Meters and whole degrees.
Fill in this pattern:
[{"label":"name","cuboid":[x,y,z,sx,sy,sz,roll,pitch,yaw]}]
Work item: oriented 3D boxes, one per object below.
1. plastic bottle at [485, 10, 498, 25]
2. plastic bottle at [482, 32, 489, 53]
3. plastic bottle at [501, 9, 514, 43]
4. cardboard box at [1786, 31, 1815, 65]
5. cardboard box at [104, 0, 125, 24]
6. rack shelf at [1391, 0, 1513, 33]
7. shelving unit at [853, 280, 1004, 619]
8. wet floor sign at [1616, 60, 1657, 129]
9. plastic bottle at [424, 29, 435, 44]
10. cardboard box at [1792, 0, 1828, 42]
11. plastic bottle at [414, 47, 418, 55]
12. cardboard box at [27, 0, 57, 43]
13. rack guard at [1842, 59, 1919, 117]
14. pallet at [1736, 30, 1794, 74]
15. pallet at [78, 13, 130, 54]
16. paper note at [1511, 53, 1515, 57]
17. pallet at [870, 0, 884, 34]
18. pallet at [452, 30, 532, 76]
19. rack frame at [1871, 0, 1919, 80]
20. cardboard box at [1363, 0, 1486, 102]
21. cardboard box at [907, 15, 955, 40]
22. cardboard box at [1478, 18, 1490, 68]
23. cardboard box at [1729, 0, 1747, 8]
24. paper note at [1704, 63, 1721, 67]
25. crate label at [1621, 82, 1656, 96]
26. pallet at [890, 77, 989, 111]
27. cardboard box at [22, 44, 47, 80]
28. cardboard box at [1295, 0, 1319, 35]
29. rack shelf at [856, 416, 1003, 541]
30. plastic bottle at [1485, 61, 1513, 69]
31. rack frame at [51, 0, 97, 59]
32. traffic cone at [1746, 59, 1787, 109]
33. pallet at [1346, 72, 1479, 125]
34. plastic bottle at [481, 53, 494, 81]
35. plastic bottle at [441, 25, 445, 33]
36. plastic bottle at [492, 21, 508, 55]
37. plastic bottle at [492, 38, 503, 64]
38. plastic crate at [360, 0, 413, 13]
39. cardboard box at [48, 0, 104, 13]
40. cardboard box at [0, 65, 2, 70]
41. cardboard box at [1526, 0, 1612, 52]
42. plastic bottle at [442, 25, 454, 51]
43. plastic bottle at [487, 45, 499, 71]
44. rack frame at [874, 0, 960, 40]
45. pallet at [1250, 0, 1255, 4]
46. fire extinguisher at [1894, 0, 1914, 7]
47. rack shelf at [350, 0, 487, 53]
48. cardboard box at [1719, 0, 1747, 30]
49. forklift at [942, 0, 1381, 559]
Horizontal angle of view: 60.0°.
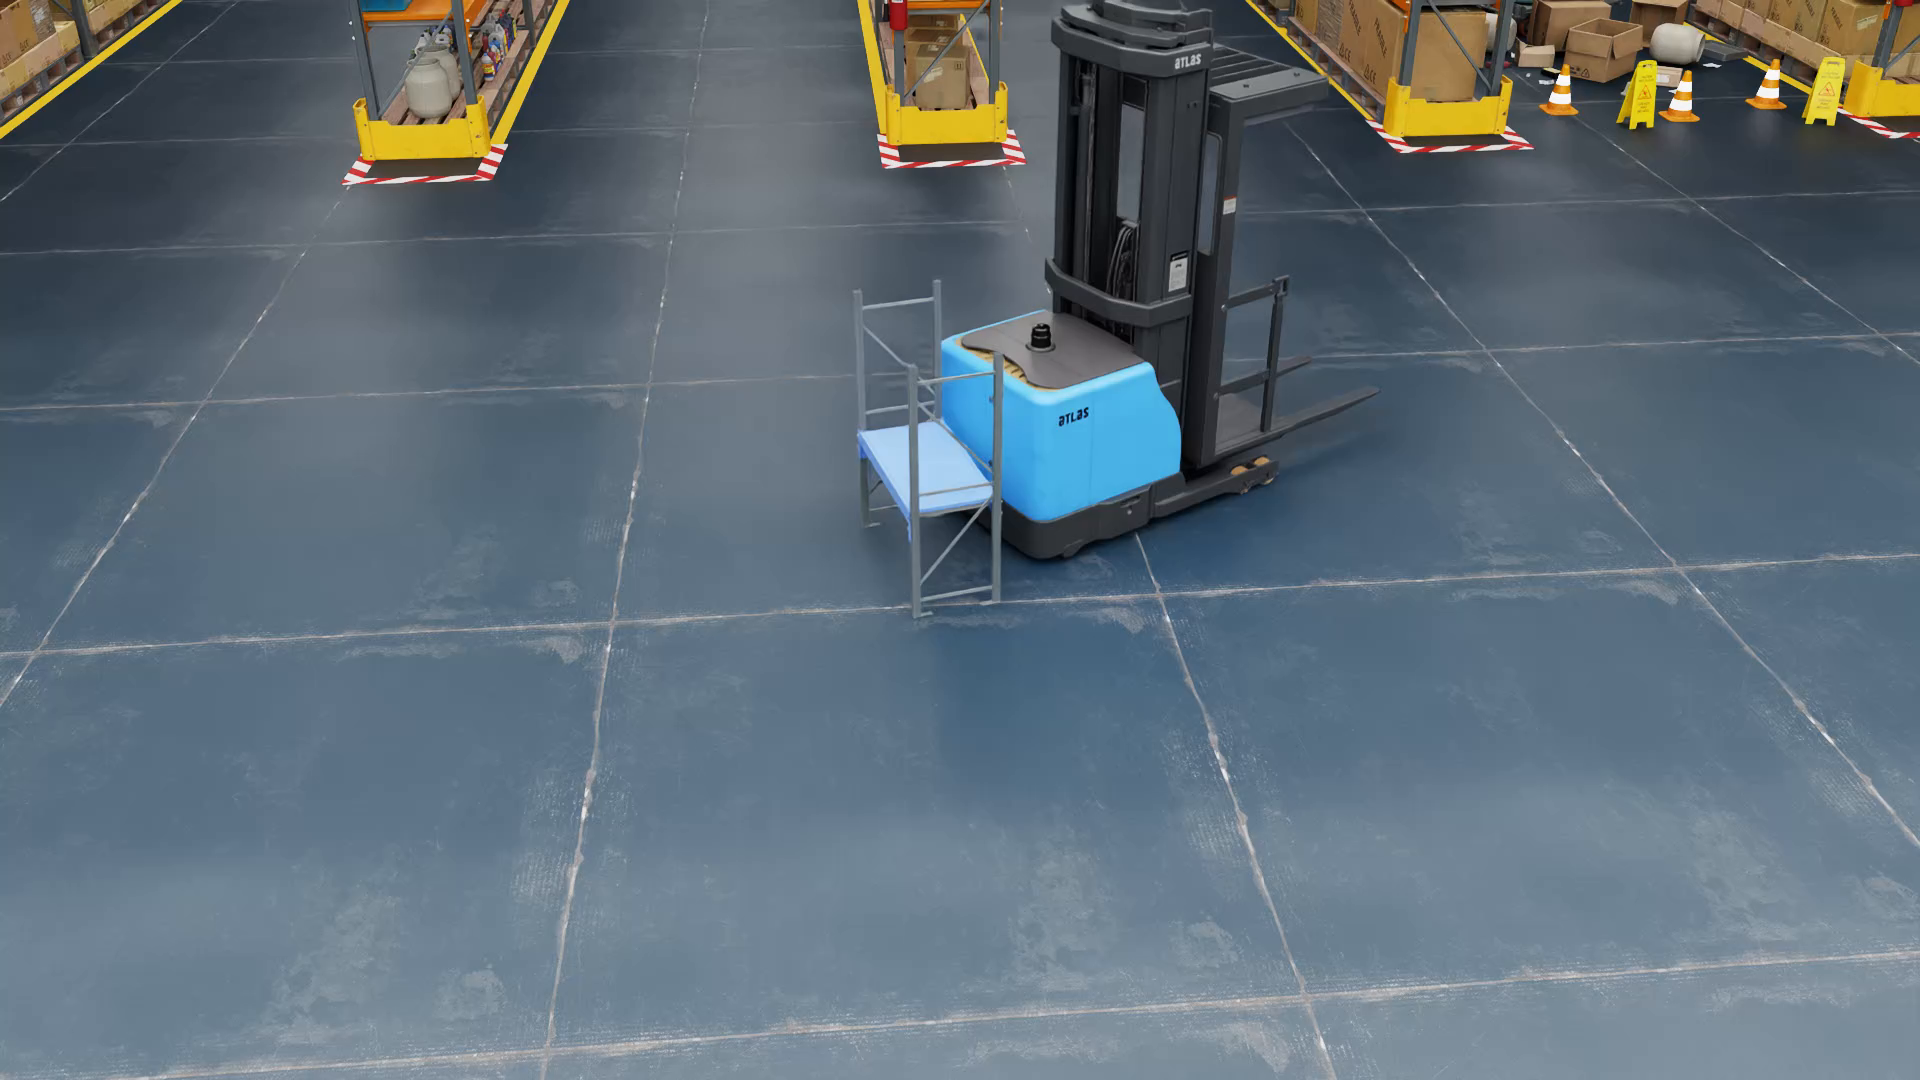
[{"label":"plastic bottle","cuboid":[-5.229,-5.738,18.585,0.144,0.351,0.185,-3,31,-5]},{"label":"plastic bottle","cuboid":[-5.132,-5.364,18.025,0.061,0.283,0.133,-3,31,-5]},{"label":"plastic bottle","cuboid":[-5.085,-5.745,18.596,0.144,0.351,0.185,-4,31,-6]},{"label":"cardboard box","cuboid":[9.356,-5.342,18.041,0.500,0.250,0.500,-3,31,-4]},{"label":"cardboard box","cuboid":[-10.202,-6.251,19.562,0.500,0.250,0.500,-2,31,-3]},{"label":"rack shelf","cuboid":[4.634,-6.101,17.741,1.077,0.370,4.000,-3,31,-5]},{"label":"shelving unit","cuboid":[-0.184,-0.510,9.141,0.538,1.500,1.048,-10,32,-16]},{"label":"wet floor sign","cuboid":[6.795,-4.458,16.585,0.267,0.644,0.232,-8,32,-13]},{"label":"plastic bottle","cuboid":[-5.713,-5.314,17.876,0.144,0.351,0.185,-3,31,-5]},{"label":"cardboard box","cuboid":[9.353,-5.662,17.845,0.500,0.500,0.500,-2,31,-3]},{"label":"plastic bottle","cuboid":[-5.663,-5.032,17.476,0.152,0.276,0.135,-3,31,-4]},{"label":"cardboard box","cuboid":[-10.068,-5.612,17.761,0.500,0.500,0.500,-3,31,-5]},{"label":"rack guard","cuboid":[9.732,-4.643,17.036,1.175,0.500,0.348,-3,31,-5]},{"label":"pallet","cuboid":[9.581,-5.557,18.848,1.003,0.211,1.213,-3,31,-5]},{"label":"pallet","cuboid":[-10.472,-5.950,19.505,1.003,0.211,1.213,-3,31,-5]},{"label":"paper note","cuboid":[6.396,-5.548,19.015,0.172,0.023,0.155,8,32,13]},{"label":"pallet","cuboid":[-0.575,-6.445,20.335,1.003,0.211,1.213,-3,31,-5]},{"label":"pallet","cuboid":[-5.411,-5.466,18.695,1.003,0.211,1.213,-3,31,-5]},{"label":"rack frame","cuboid":[9.739,-5.678,16.331,1.000,3.000,0.127,-3,31,-5]},{"label":"cardboard box","cuboid":[4.691,-5.000,16.859,0.875,0.875,0.875,-3,31,-4]},{"label":"cardboard box","cuboid":[-0.299,-5.254,17.649,0.500,0.500,0.500,0,31,0]},{"label":"cardboard box","cuboid":[5.614,-5.616,18.662,0.500,0.500,0.500,2,31,4]},{"label":"cardboard box","cuboid":[9.214,-6.455,19.172,0.500,0.500,0.500,-2,31,-3]},{"label":"paper note","cuboid":[8.431,-5.324,18.634,0.142,0.019,0.148,-14,33,-22]},{"label":"crate label","cuboid":[7.206,-4.778,17.616,0.250,0.136,0.298,-20,36,-30]},{"label":"pallet","cuboid":[-0.175,-4.461,17.013,1.003,0.211,1.213,-3,31,-5]},{"label":"cardboard box","cuboid":[-10.005,-5.036,17.527,0.500,0.250,0.500,-3,31,-5]},{"label":"cardboard box","cuboid":[4.436,-6.375,19.160,0.875,0.875,0.875,-2,31,-4]},{"label":"rack shelf","cuboid":[-0.184,-0.355,9.233,0.538,0.185,1.000,-10,32,-16]},{"label":"plastic bottle","cuboid":[6.032,-5.319,18.595,0.283,0.061,0.133,-14,33,-22]},{"label":"rack frame","cuboid":[-10.364,-6.773,18.163,1.000,3.000,0.127,-3,31,-5]},{"label":"traffic cone","cuboid":[8.415,-4.746,17.245,0.336,0.463,0.334,-3,31,-5]},{"label":"pallet","cuboid":[4.668,-4.596,17.239,1.003,0.211,1.213,-3,31,-5]},{"label":"plastic bottle","cuboid":[-4.918,-4.924,17.300,0.097,0.271,0.097,0,31,0]},{"label":"plastic bottle","cuboid":[-5.770,-5.628,18.401,0.144,0.351,0.185,-2,31,-3]},{"label":"plastic bottle","cuboid":[-5.037,-5.482,18.156,0.144,0.351,0.185,-3,31,-5]},{"label":"plastic bottle","cuboid":[-4.978,-5.253,17.852,0.097,0.271,0.097,0,31,0]},{"label":"plastic crate","cuboid":[-5.403,-5.143,15.580,0.499,0.251,0.616,-3,31,-5]},{"label":"cardboard box","cuboid":[-10.155,-6.236,18.990,0.500,0.311,0.500,-3,31,-4]},{"label":"cardboard box","cuboid":[-9.927,-4.846,16.479,0.500,0.500,0.500,-3,31,-5]},{"label":"cardboard box","cuboid":[6.959,-5.917,19.033,0.797,0.637,0.503,-3,31,-5]},{"label":"plastic bottle","cuboid":[-5.636,-5.525,18.307,0.097,0.271,0.097,0,31,0]},{"label":"plastic bottle","cuboid":[-4.950,-5.099,17.593,0.097,0.271,0.097,0,31,0]},{"label":"rack frame","cuboid":[-0.501,-7.245,18.955,1.000,3.000,0.127,-3,31,-5]},{"label":"pallet","cuboid":[4.182,-7.249,21.680,1.003,0.211,1.213,-3,31,-5]},{"label":"fire extinguisher","cuboid":[9.291,-5.564,16.216,0.296,0.674,0.183,-3,31,-5]},{"label":"rack shelf","cuboid":[-5.245,-5.678,17.032,1.077,0.370,4.000,-3,31,-5]},{"label":"cardboard box","cuboid":[9.213,-6.134,19.366,0.500,0.250,0.500,-1,31,-2]},{"label":"forklift","cuboid":[1.361,-1.742,9.808,3.031,2.935,1.130,-20,36,-30]}]
